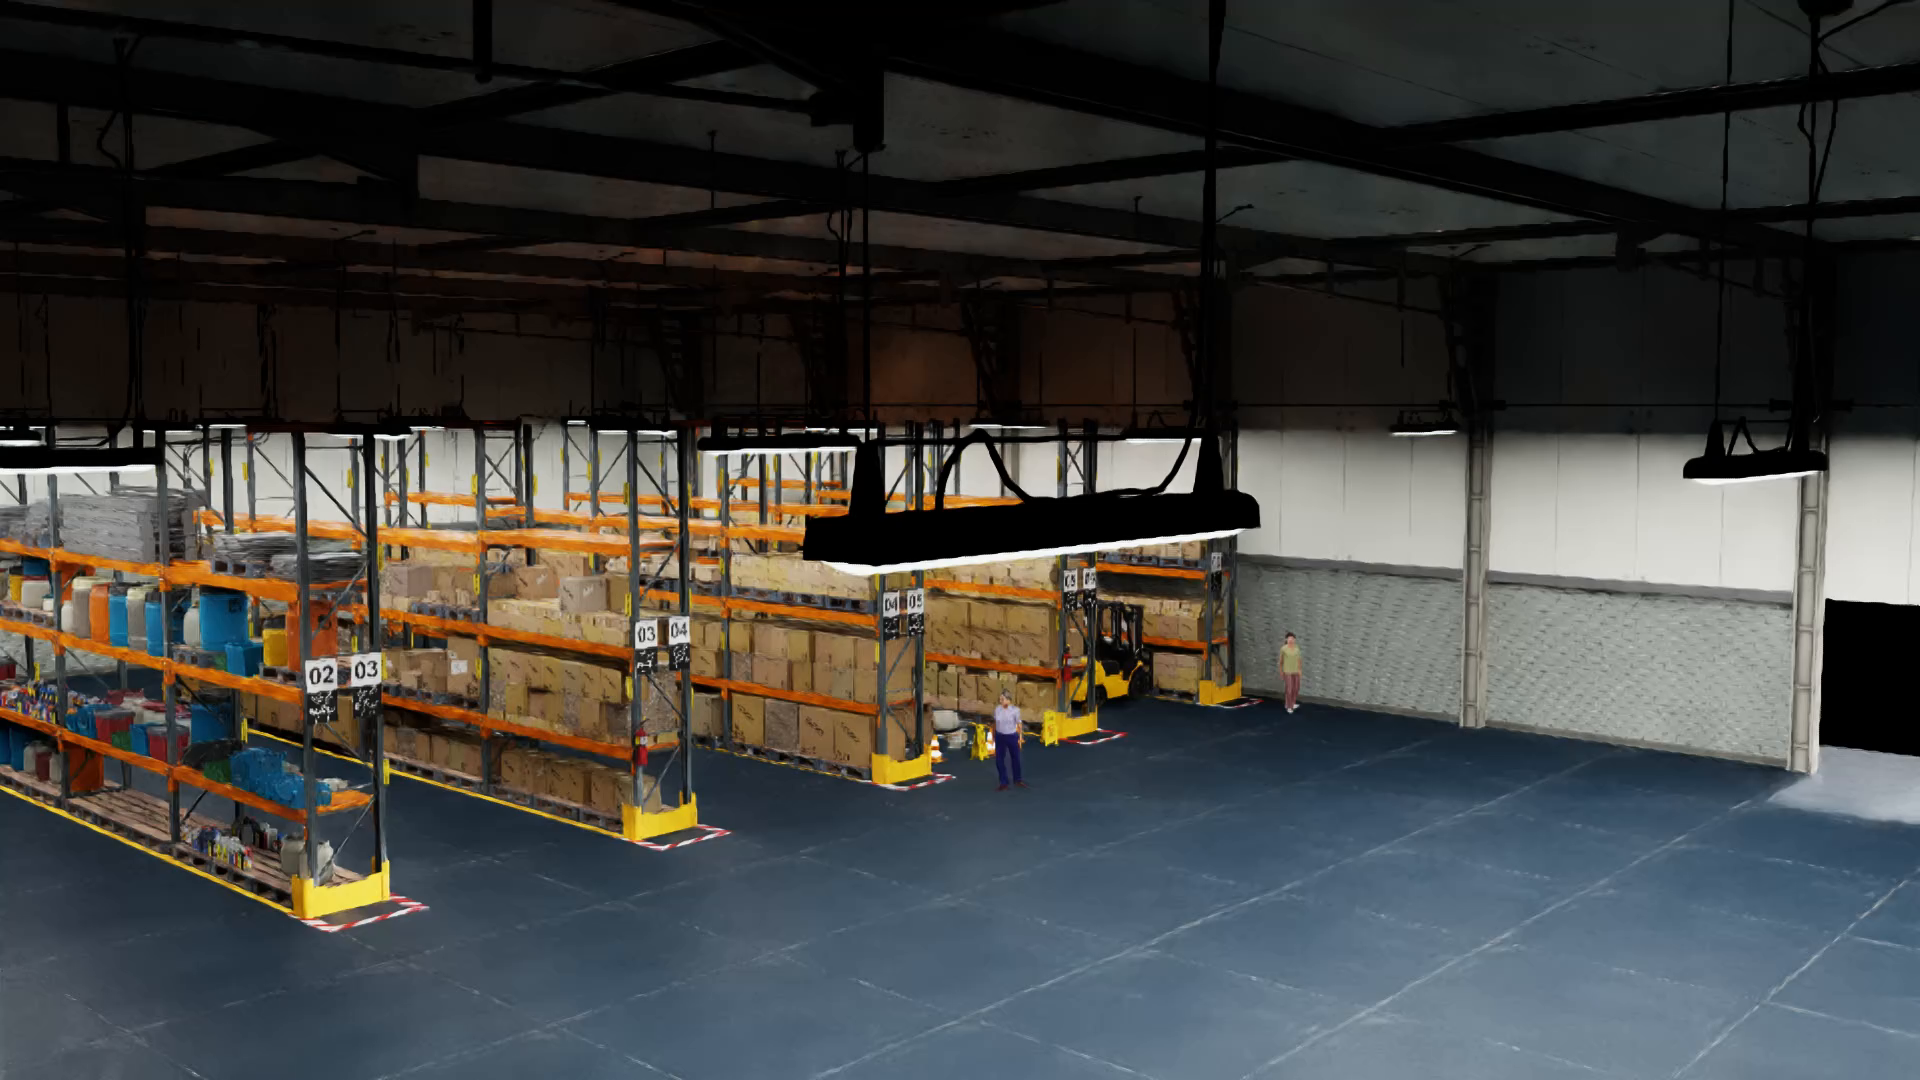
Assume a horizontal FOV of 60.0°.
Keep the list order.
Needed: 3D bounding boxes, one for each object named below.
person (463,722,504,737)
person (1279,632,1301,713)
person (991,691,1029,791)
[{"bbox_3d":[-9.086,2.985,31.475,1.038,1.514,0.419,4,6,40],"label":"person"},{"bbox_3d":[6.815,2.706,34.311,0.510,1.657,0.552,-1,5,-12],"label":"person"},{"bbox_3d":[0.816,3.285,27.406,0.597,1.640,0.532,1,5,17],"label":"person"}]
